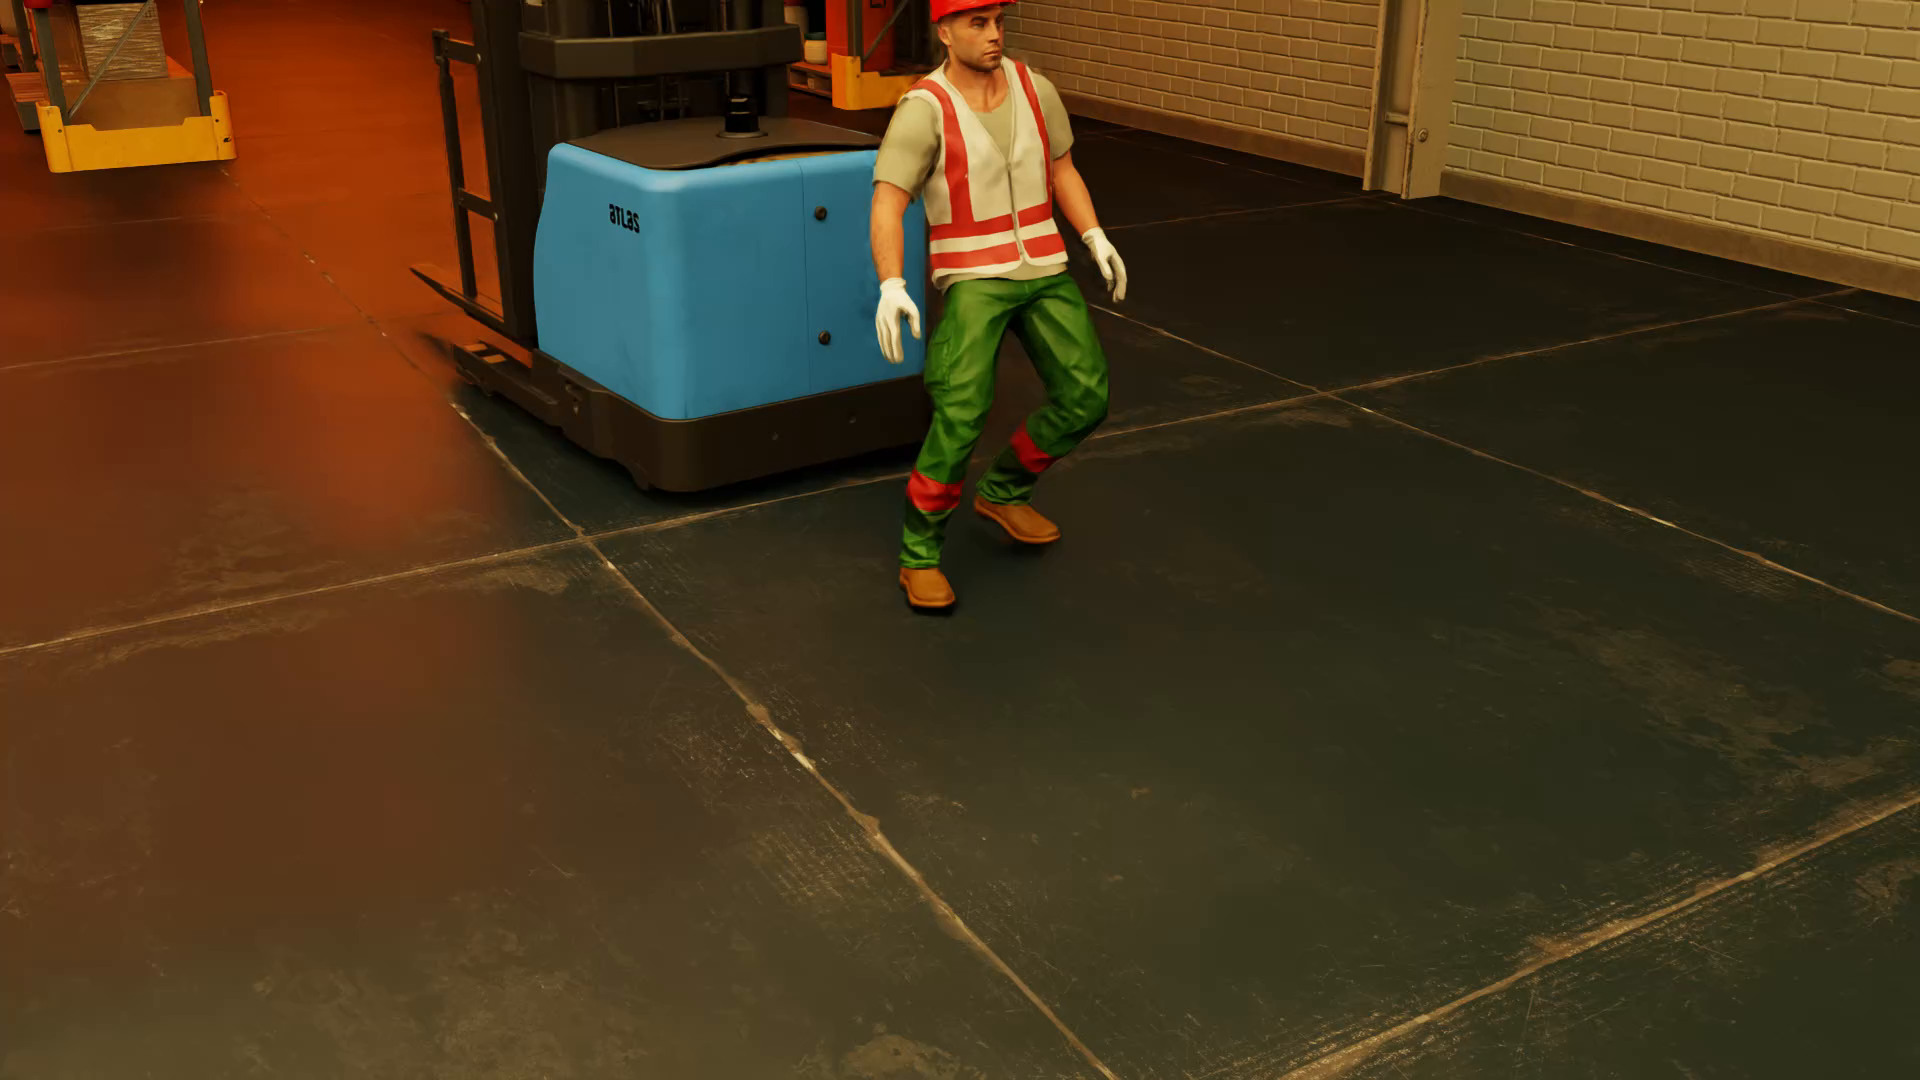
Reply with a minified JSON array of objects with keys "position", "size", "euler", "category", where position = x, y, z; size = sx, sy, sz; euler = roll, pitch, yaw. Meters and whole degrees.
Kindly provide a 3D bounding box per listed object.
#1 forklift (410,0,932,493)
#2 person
[{"position":[-1.363,-2.008,6.167],"size":[1.130,2.935,3.031],"euler":[-15,27,-32],"category":"forklift"},{"position":[0.078,-0.714,4.647],"size":[0.810,1.700,0.570],"euler":[-12,25,-26],"category":"person"}]
